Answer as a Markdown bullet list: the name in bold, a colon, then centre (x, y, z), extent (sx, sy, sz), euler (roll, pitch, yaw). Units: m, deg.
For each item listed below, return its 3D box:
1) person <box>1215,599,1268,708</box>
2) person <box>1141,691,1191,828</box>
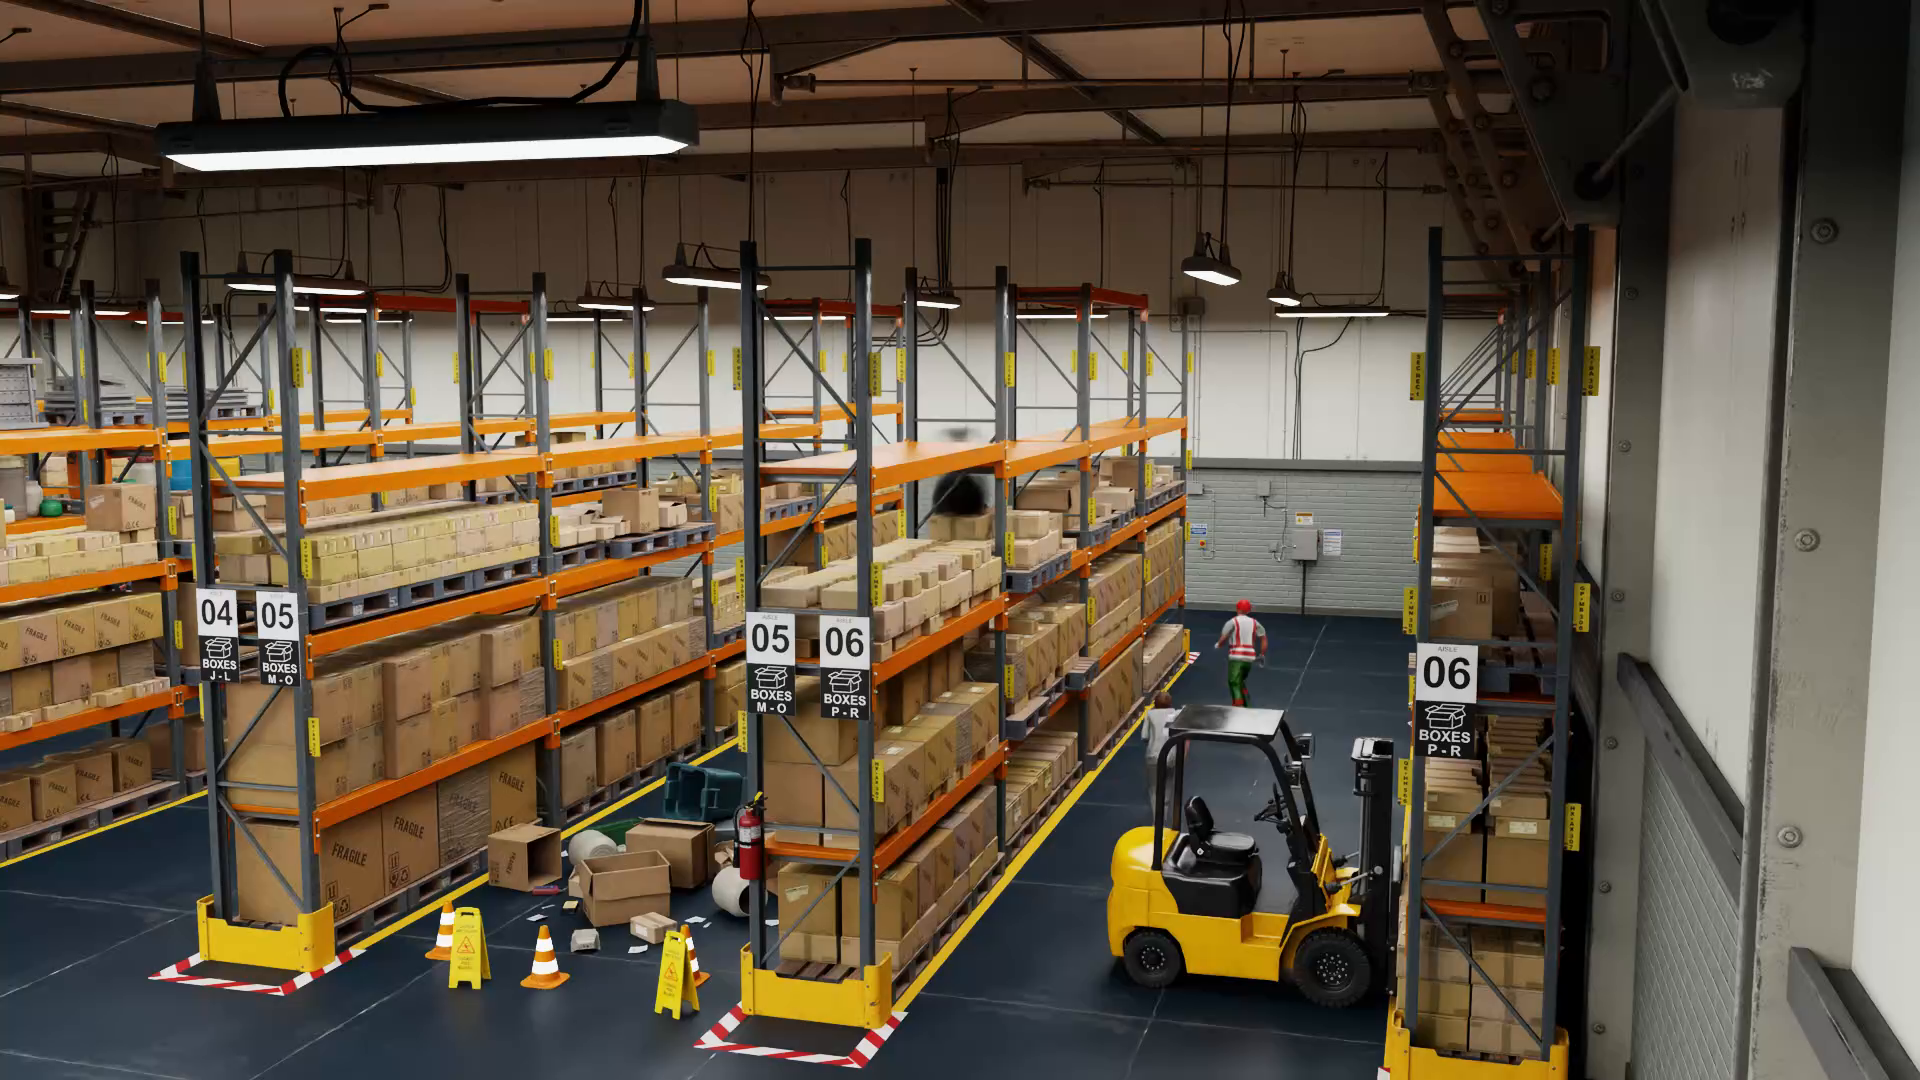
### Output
- **person**: centre (3.955, 1.707, 23.548), extent (0.659, 1.740, 0.778), euler (-4, 7, -29)
- **person**: centre (2.259, 2.410, 18.207), extent (0.575, 1.439, 0.849), euler (1, 7, 11)
